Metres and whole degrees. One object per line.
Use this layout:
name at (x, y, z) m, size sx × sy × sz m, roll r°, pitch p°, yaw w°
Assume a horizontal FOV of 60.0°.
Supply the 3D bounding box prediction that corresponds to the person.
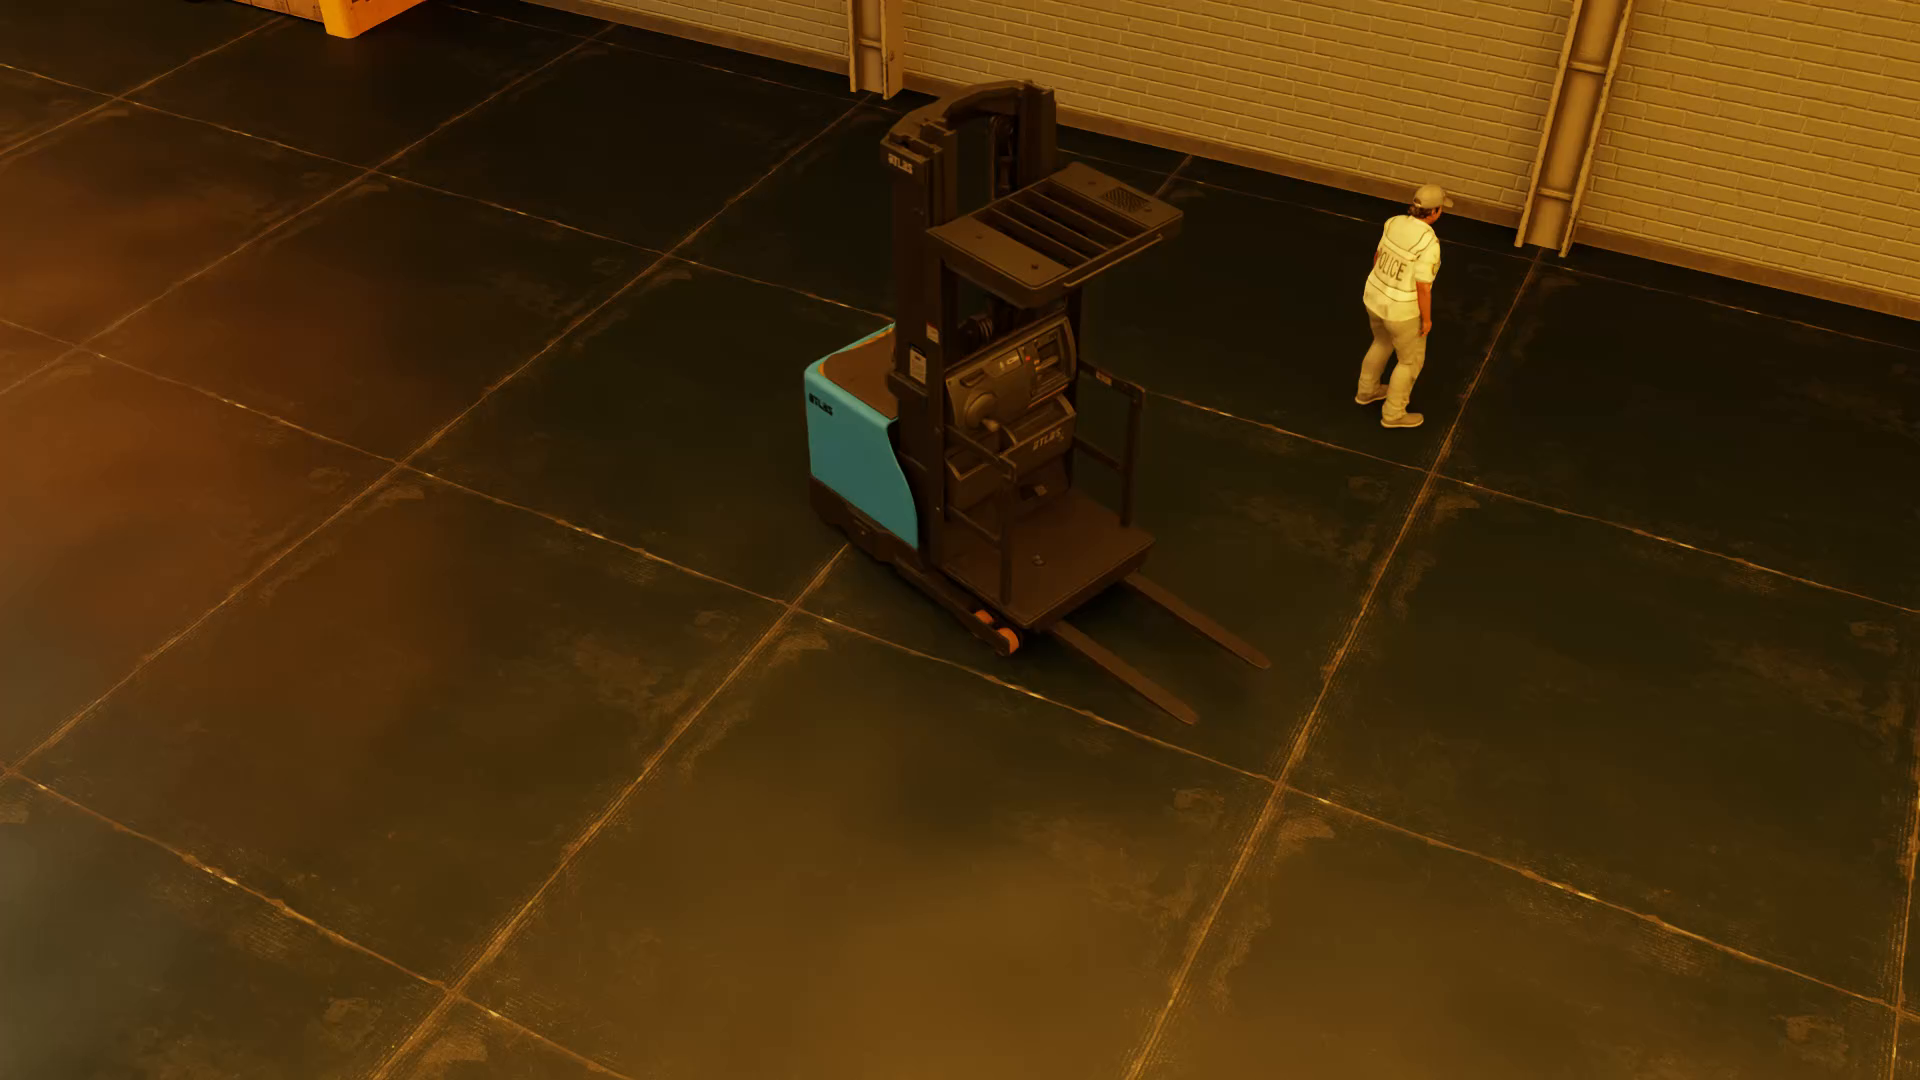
person at (2.879, -1.524, 10.783) m, size 0.467 × 1.666 × 0.538 m, roll -17°, pitch 43°, yaw -20°

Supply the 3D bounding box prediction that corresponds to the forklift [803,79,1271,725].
forklift at (0.430, -0.837, 8.980) m, size 1.130 × 2.935 × 3.031 m, roll -31°, pitch 49°, yaw -31°
